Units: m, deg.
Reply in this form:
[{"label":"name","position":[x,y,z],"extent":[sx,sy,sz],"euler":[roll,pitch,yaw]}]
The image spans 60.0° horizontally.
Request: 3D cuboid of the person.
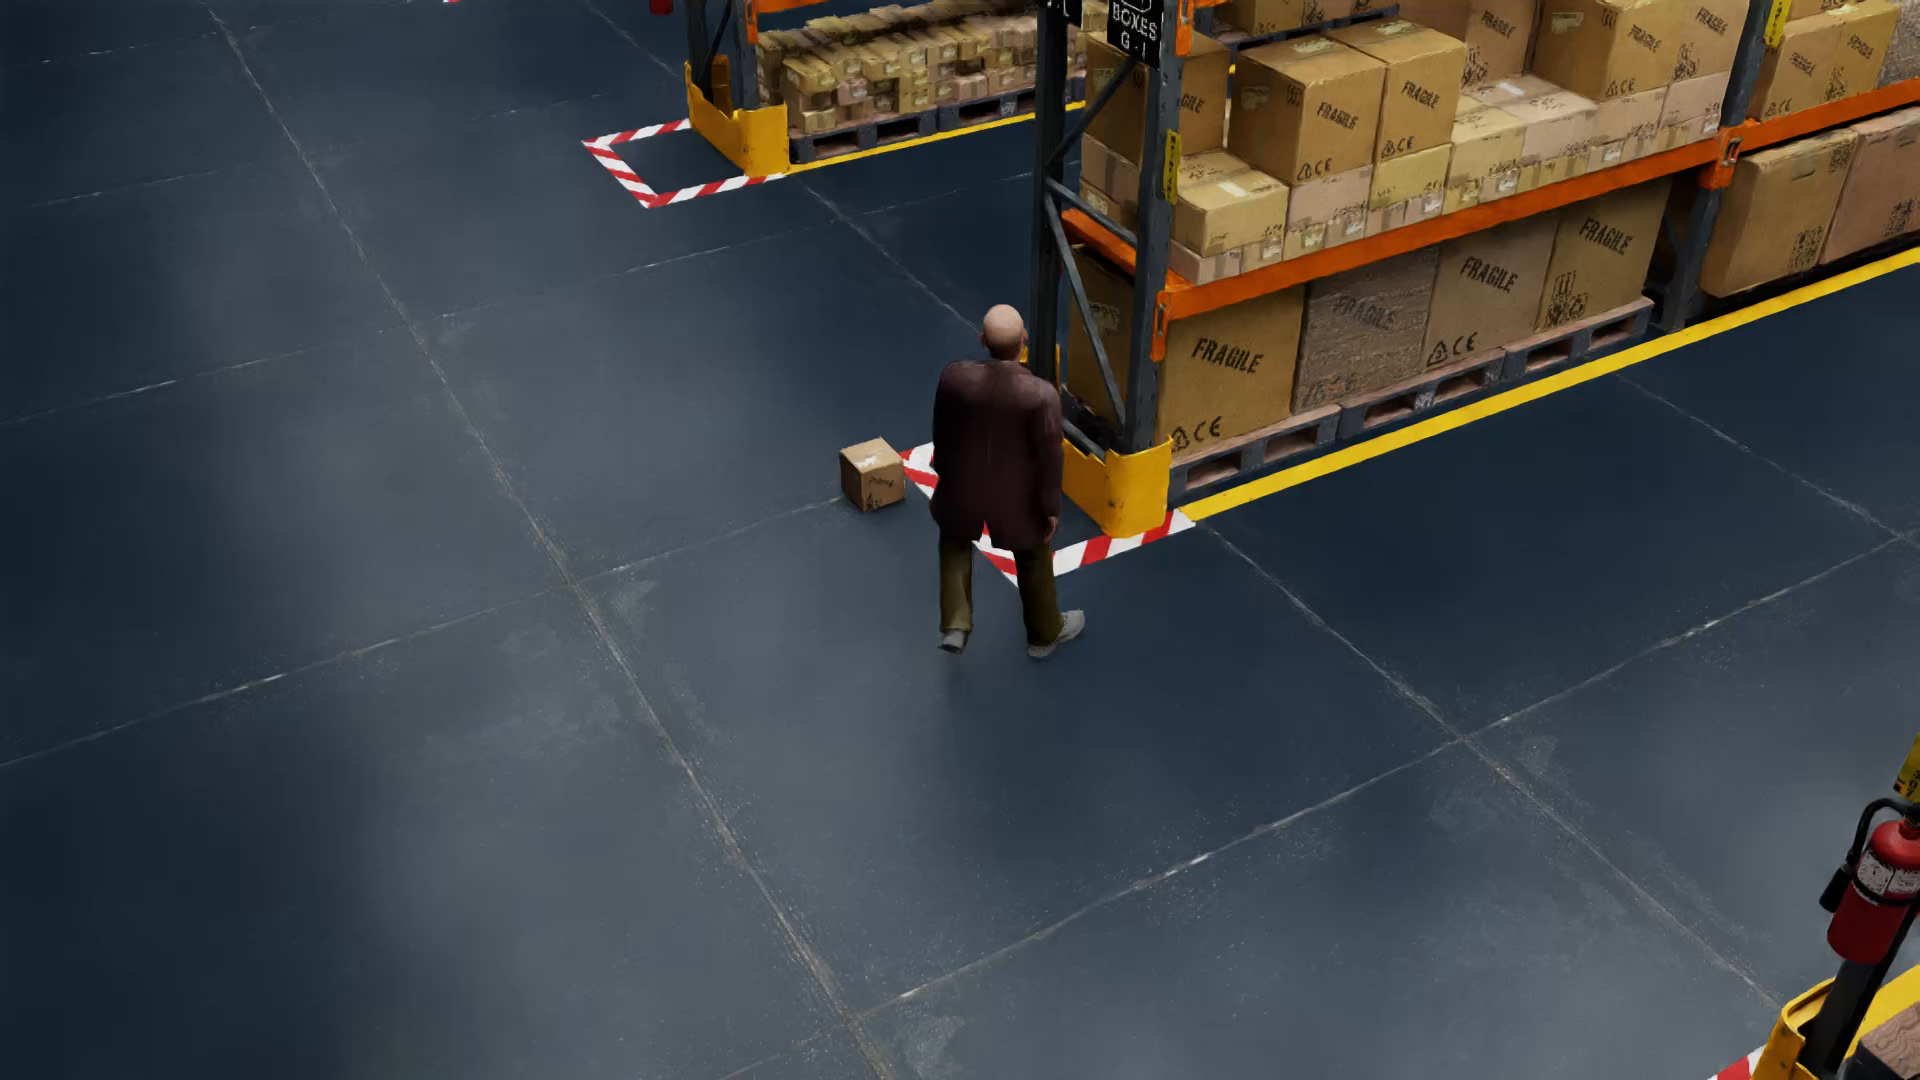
[{"label":"person","position":[0.176,-0.193,7.171],"extent":[0.700,1.771,0.679],"euler":[9,37,12]}]
